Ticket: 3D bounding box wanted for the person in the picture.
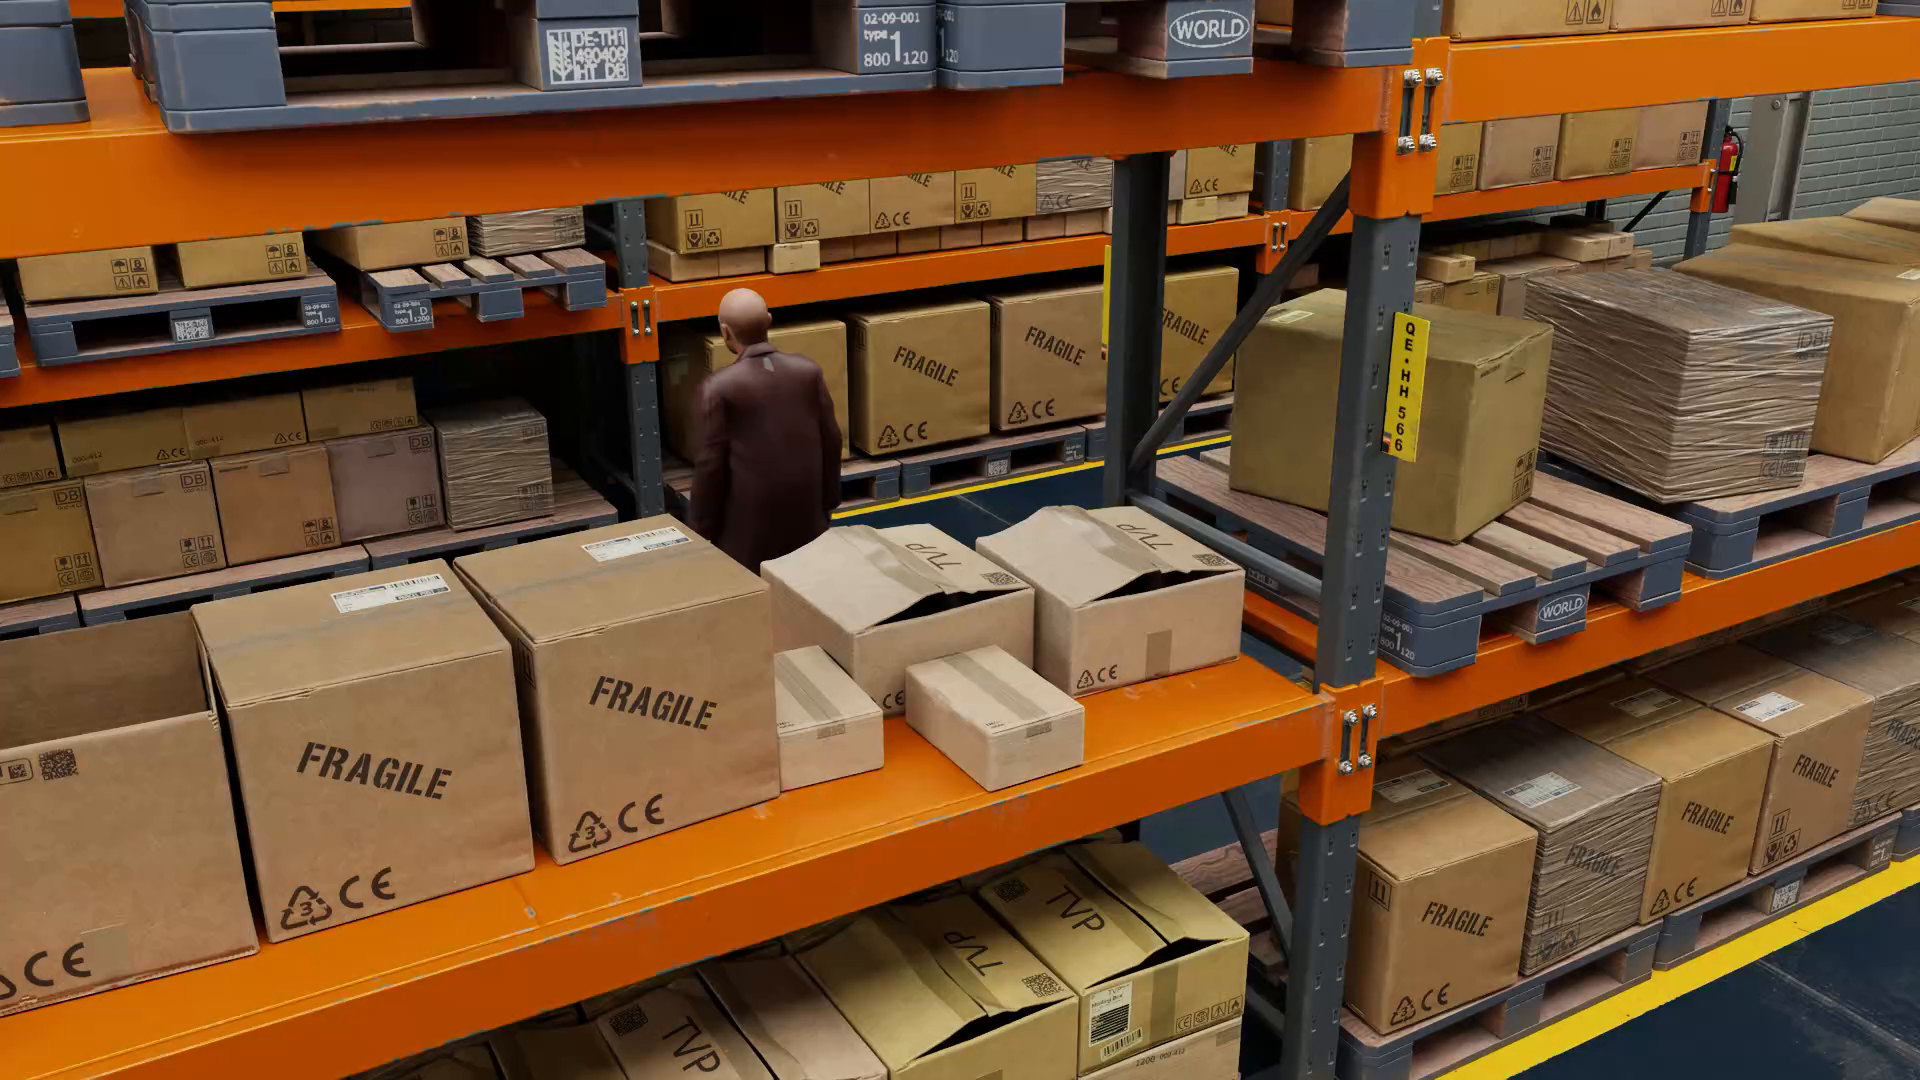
[{"bbox_3d":[-0.737,-0.071,6.289,0.647,1.772,0.429,-14,25,-32],"label":"person"}]
